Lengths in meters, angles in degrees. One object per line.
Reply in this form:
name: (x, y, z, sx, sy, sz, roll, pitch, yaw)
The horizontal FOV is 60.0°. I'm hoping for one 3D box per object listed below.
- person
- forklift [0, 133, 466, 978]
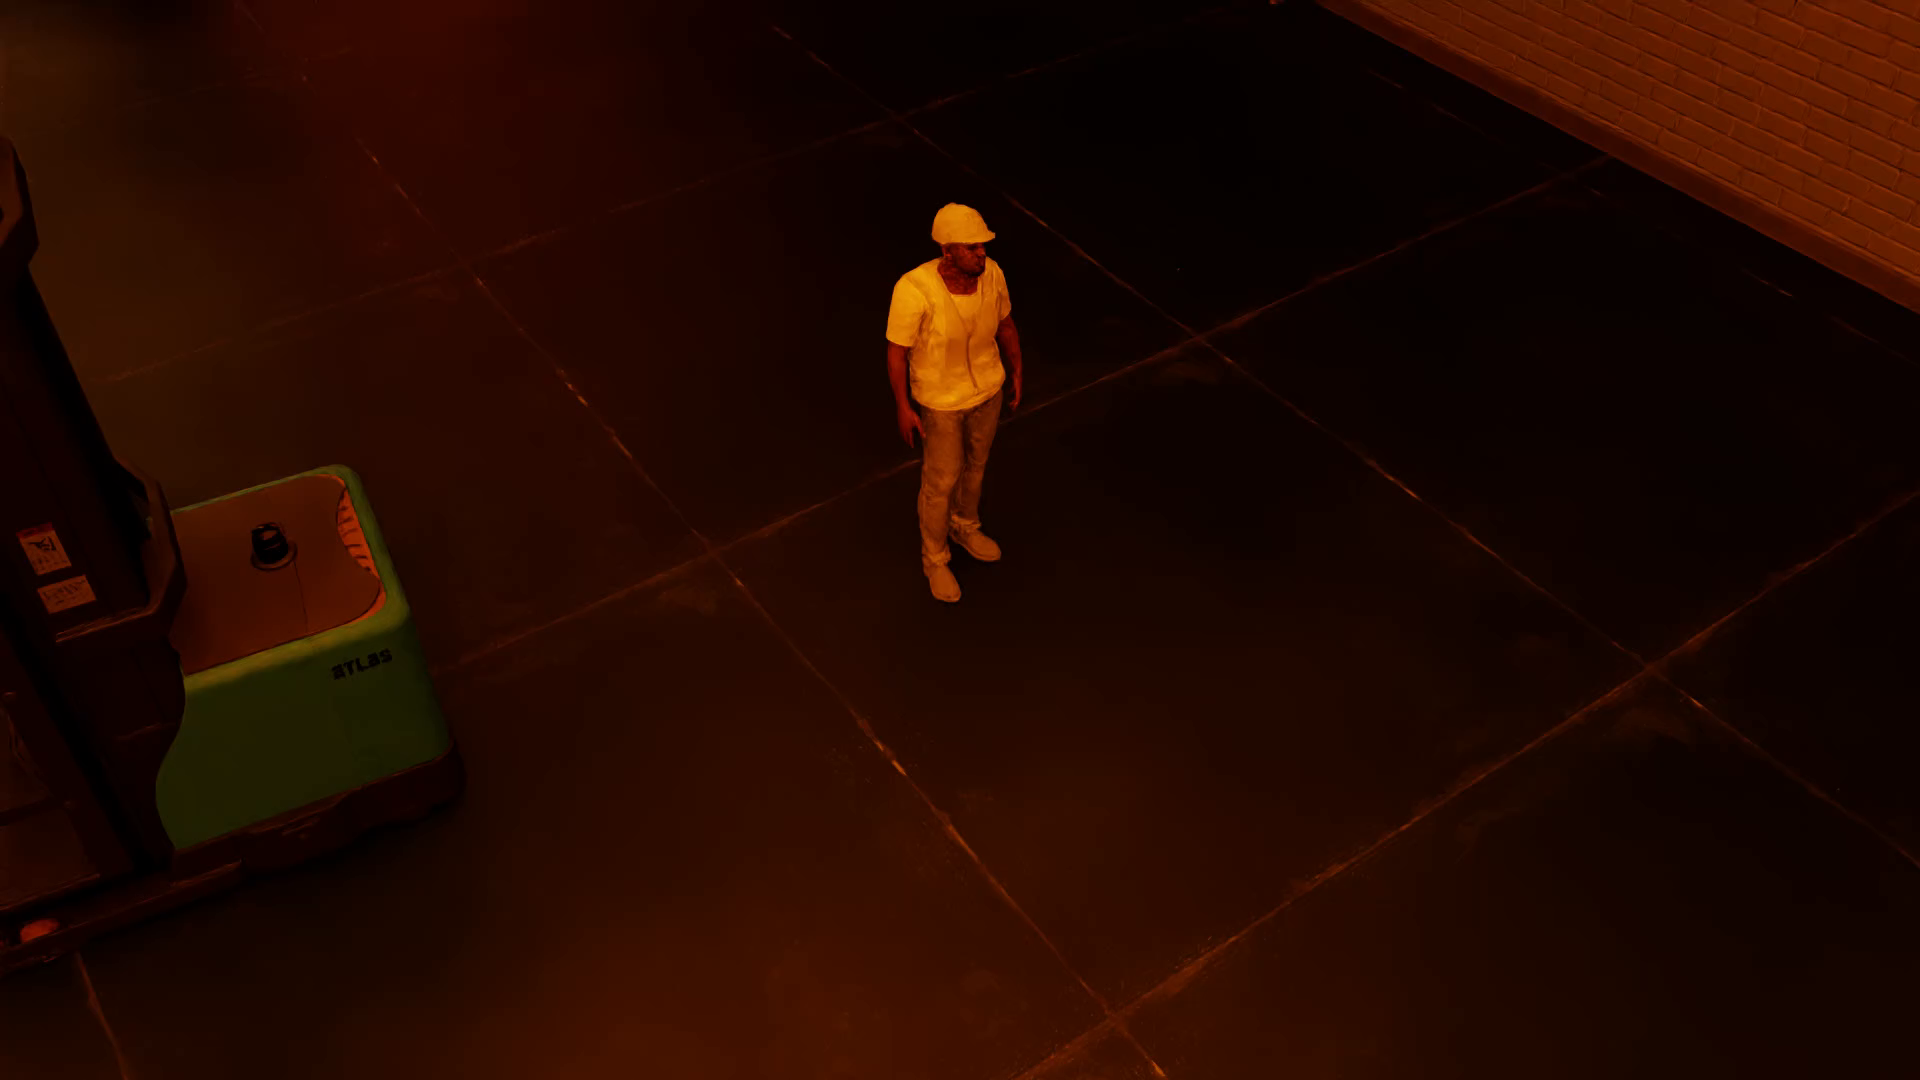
person: (0.035, -0.614, 7.231, 0.665, 1.766, 0.576, -25, 48, -25)
forklift: (-3.545, 0.136, 5.567, 3.031, 2.935, 1.130, -19, 46, -20)
